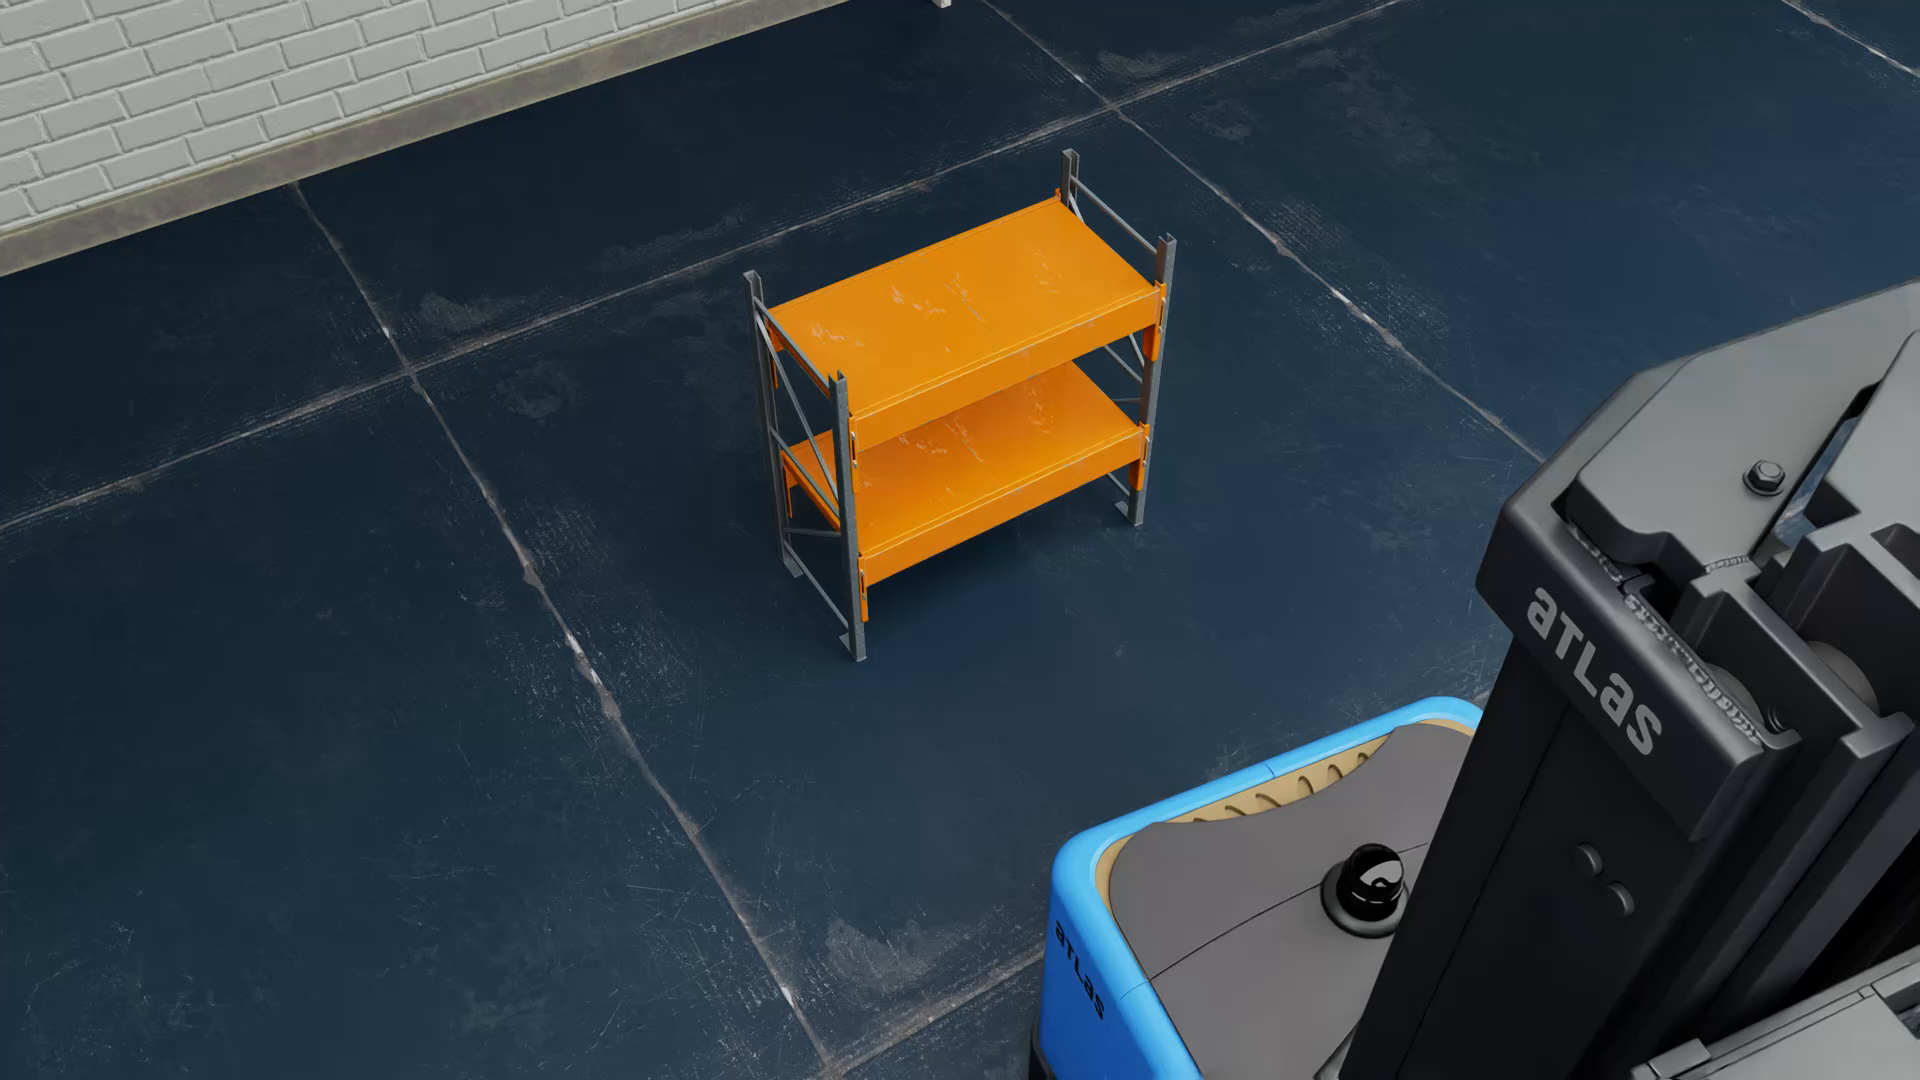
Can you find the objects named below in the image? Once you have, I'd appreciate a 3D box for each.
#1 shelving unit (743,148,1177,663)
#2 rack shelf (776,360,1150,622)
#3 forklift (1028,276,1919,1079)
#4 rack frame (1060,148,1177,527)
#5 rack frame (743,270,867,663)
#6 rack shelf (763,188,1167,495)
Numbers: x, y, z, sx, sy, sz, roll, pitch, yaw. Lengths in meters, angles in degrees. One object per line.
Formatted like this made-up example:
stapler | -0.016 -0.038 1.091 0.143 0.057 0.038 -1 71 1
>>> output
shelving unit | 0.006 -0.377 4.832 1.048 1.125 0.538 -25 53 -21
rack shelf | 0.006 -0.214 5.015 1.000 0.278 0.538 -25 53 -21
forklift | 1.221 1.205 2.214 1.130 2.935 3.031 -18 51 -16
rack frame | 0.436 -0.579 5.013 0.032 1.125 0.500 -25 53 -21
rack frame | -0.424 -0.174 4.652 0.032 1.125 0.500 -25 53 -21
rack shelf | 0.006 -0.571 4.614 1.000 0.278 0.538 -25 53 -21
